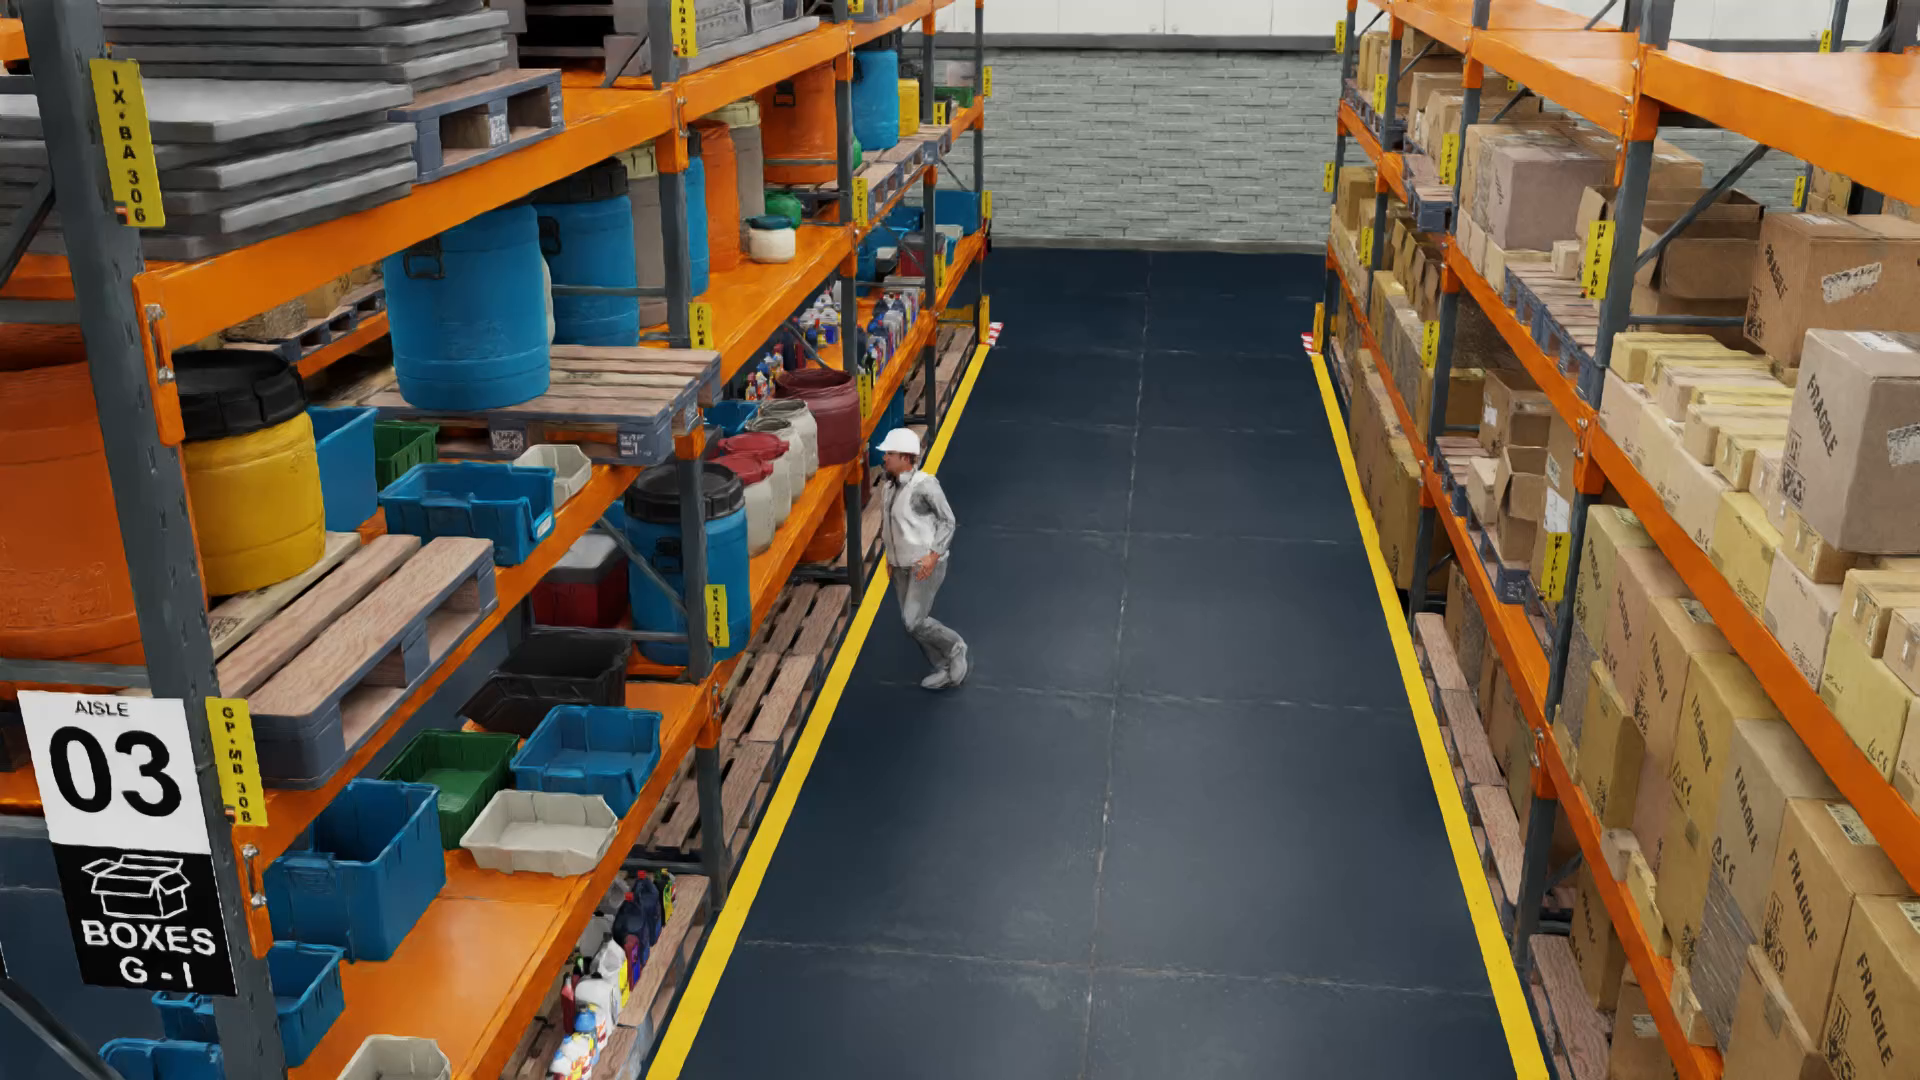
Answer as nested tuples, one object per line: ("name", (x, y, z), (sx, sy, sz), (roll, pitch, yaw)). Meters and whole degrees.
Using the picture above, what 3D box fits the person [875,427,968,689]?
("person", (-0.290, 0.120, 10.830), (0.702, 1.698, 0.483), (20, 28, 41))
